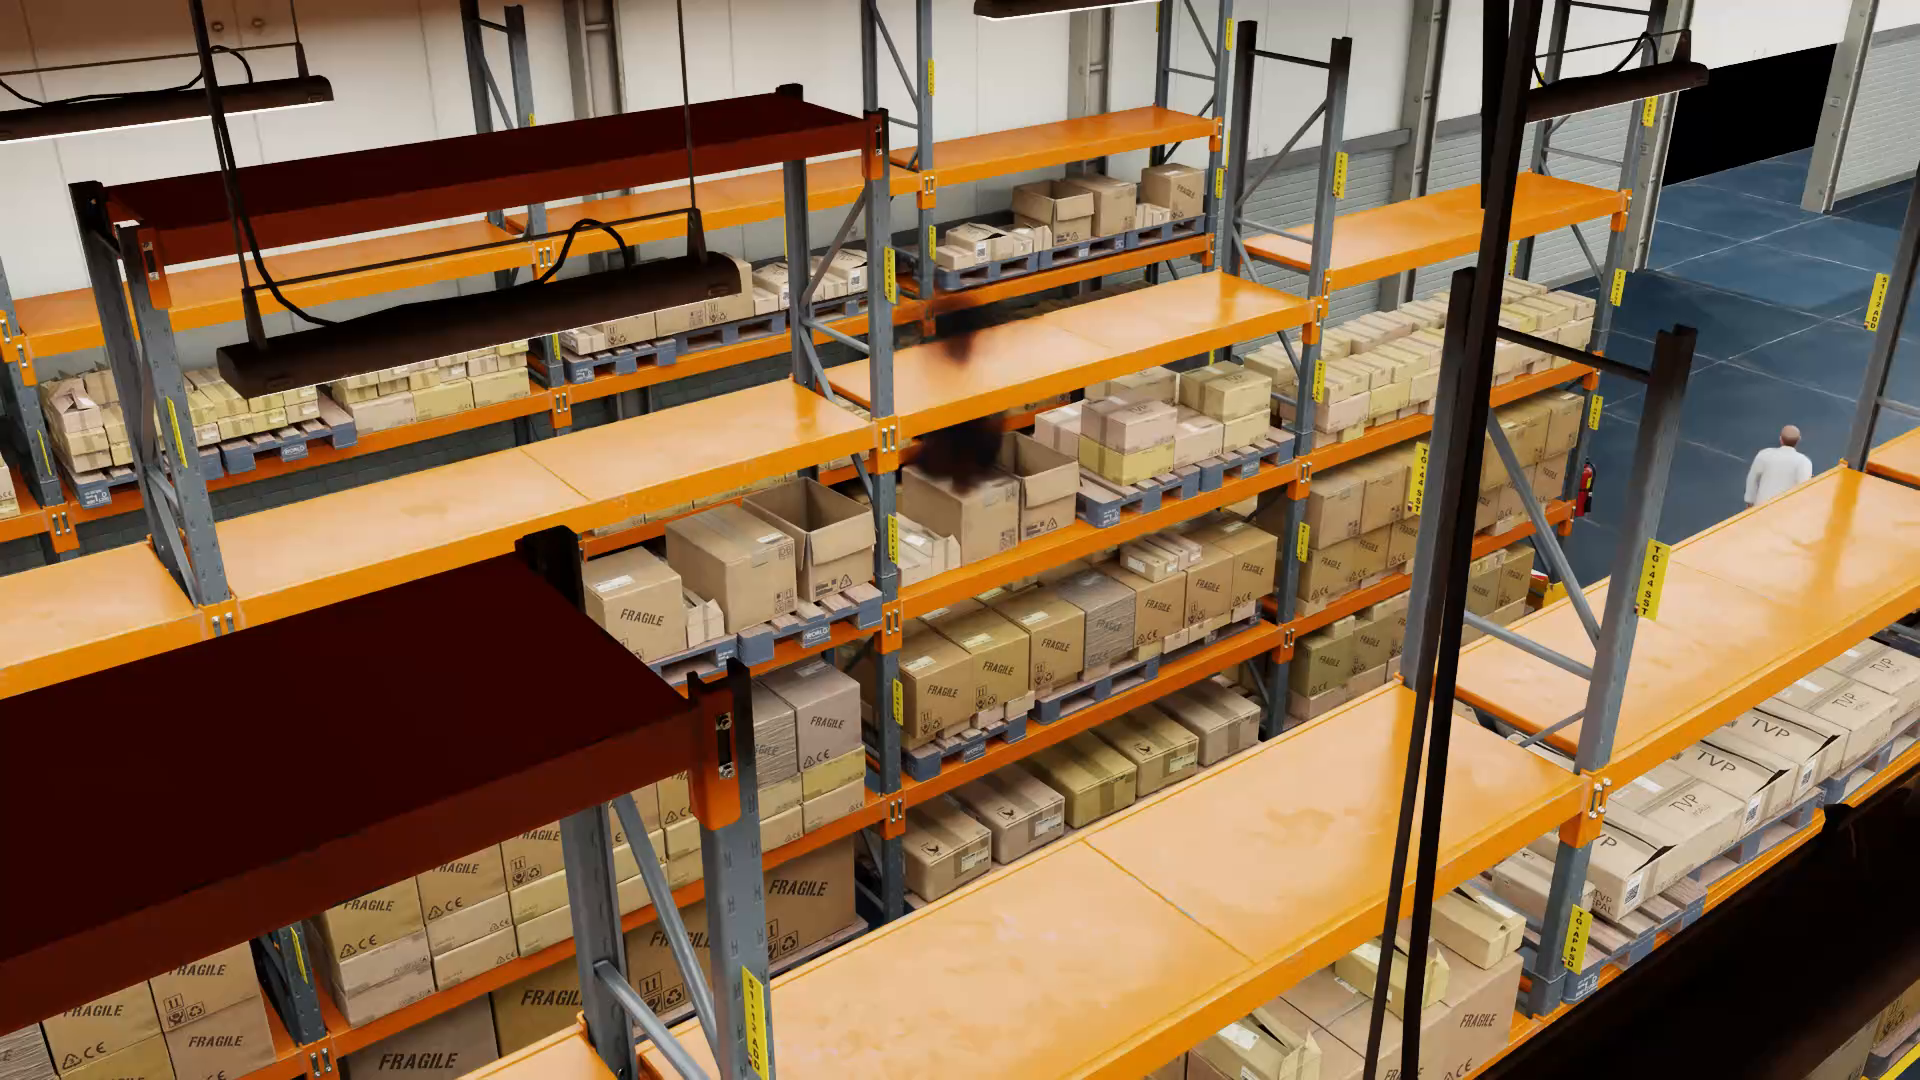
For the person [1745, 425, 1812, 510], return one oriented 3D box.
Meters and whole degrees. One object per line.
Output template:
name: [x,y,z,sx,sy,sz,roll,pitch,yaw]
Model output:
person: [8.180,-0.263,16.685,0.569,1.745,0.744,-22,34,-38]
